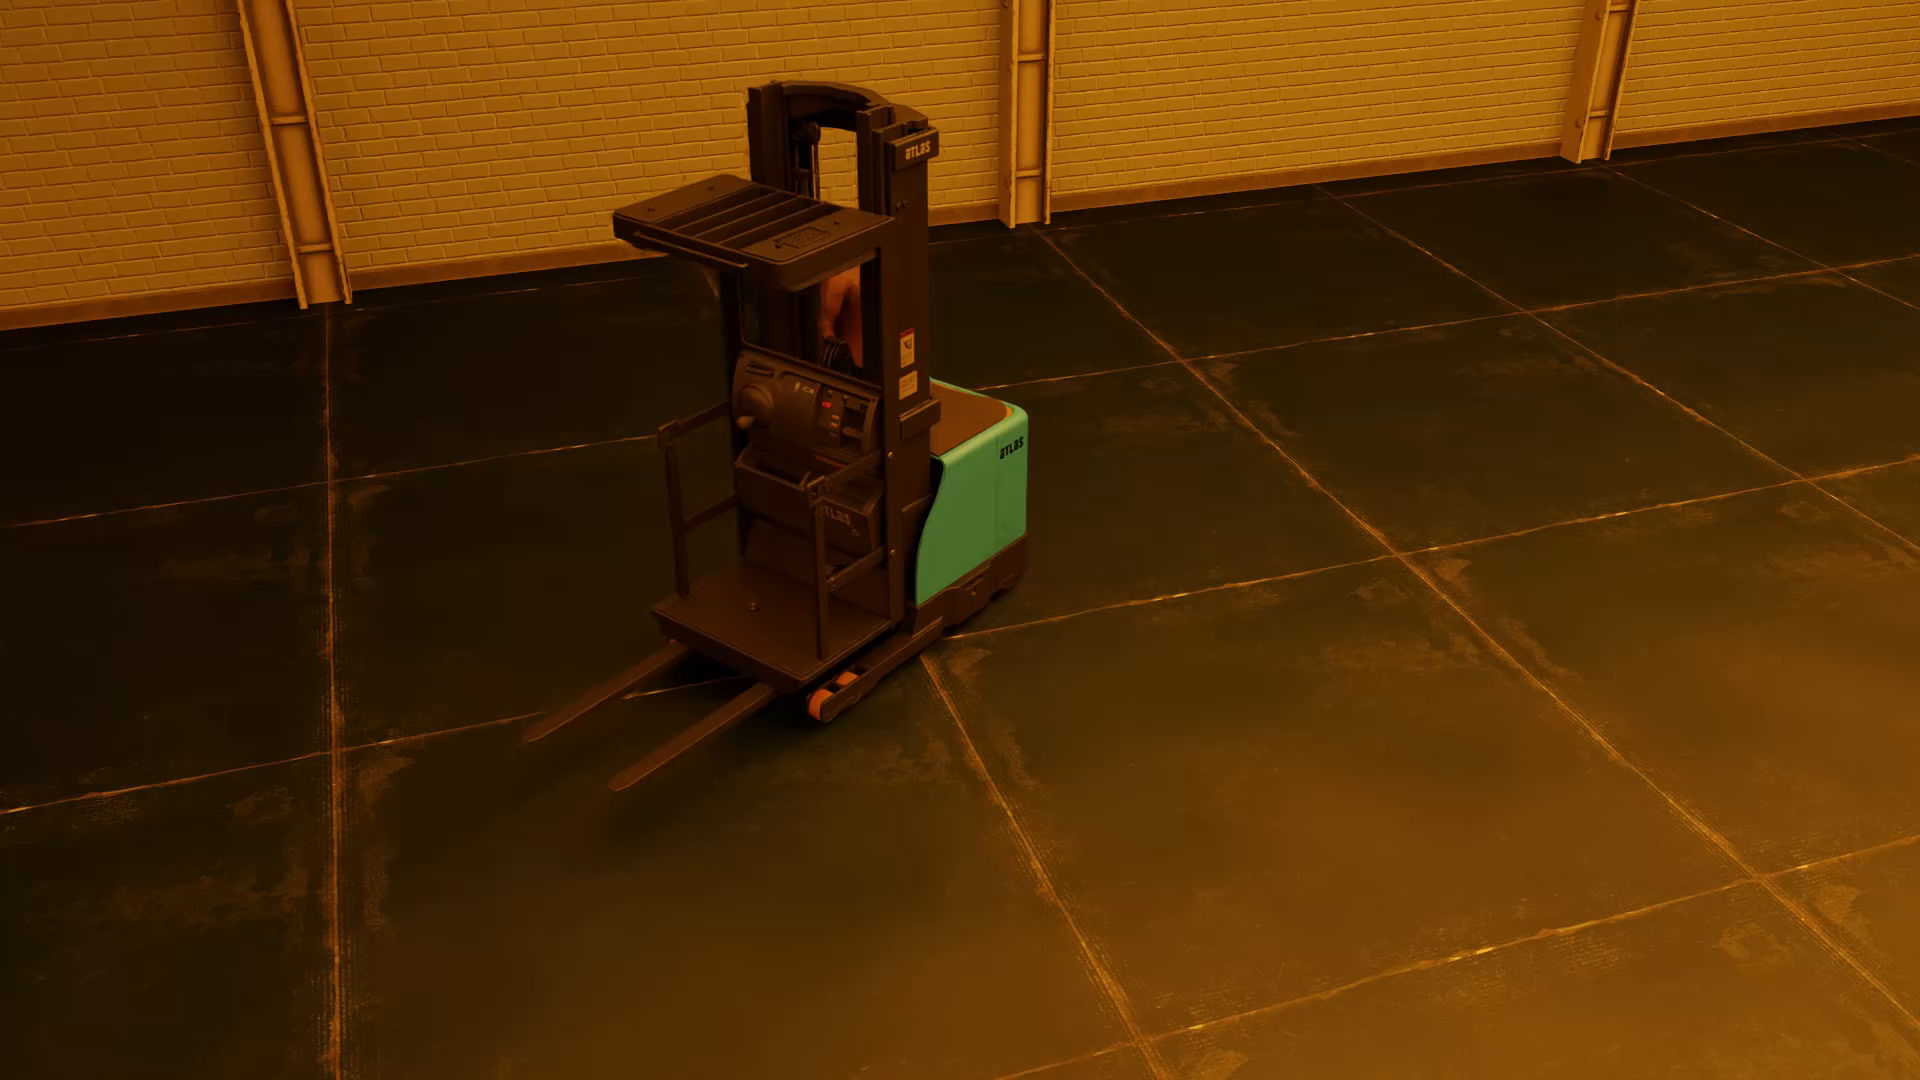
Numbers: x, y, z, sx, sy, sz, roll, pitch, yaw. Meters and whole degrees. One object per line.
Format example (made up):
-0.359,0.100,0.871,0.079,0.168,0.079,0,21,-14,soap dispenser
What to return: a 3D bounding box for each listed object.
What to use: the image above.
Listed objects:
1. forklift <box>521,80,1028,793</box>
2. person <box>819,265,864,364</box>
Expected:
-0.908,-0.626,8.175,1.130,2.935,3.031,21,36,32,forklift
-0.521,-1.124,10.249,0.519,1.734,0.906,18,34,28,person
